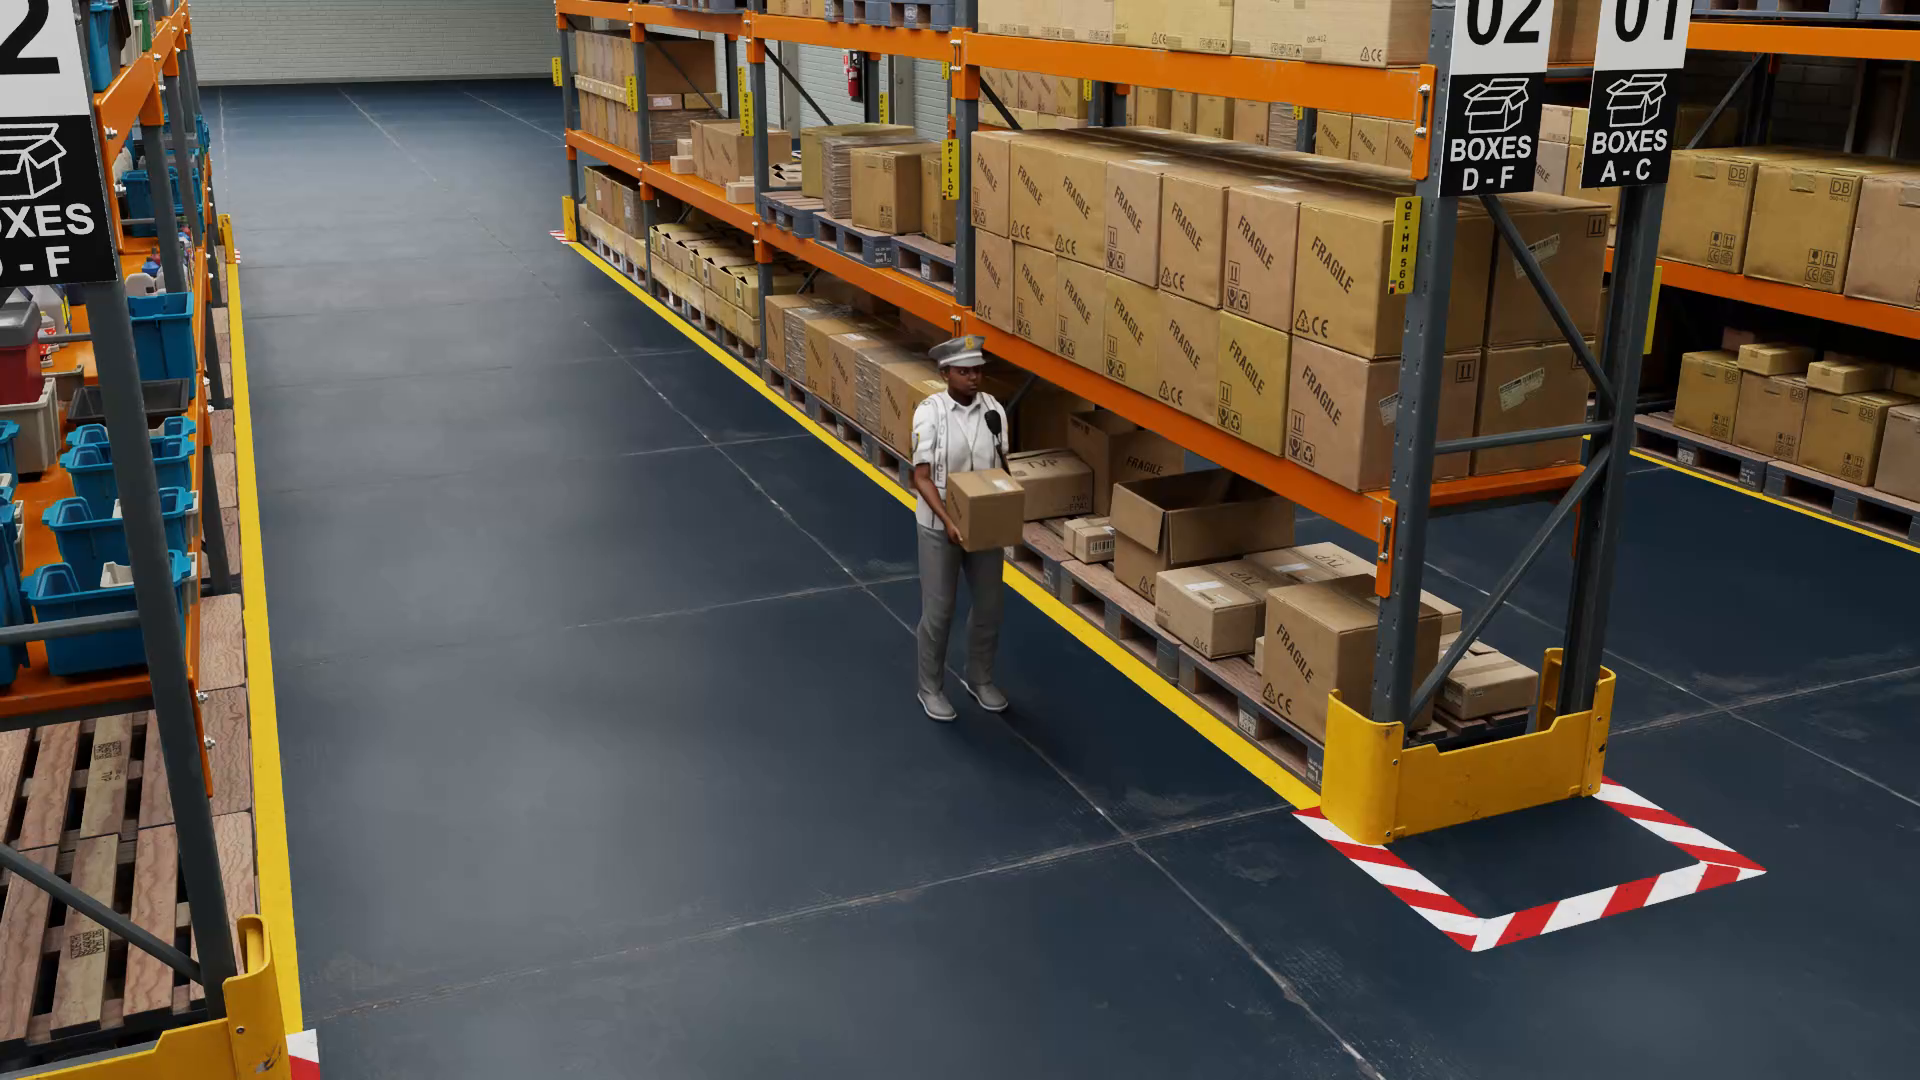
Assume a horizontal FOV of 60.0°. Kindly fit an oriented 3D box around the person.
[{"bbox_3d":[0.031,-0.037,7.138,0.451,1.688,0.531,-8,20,-21],"label":"person"}]
